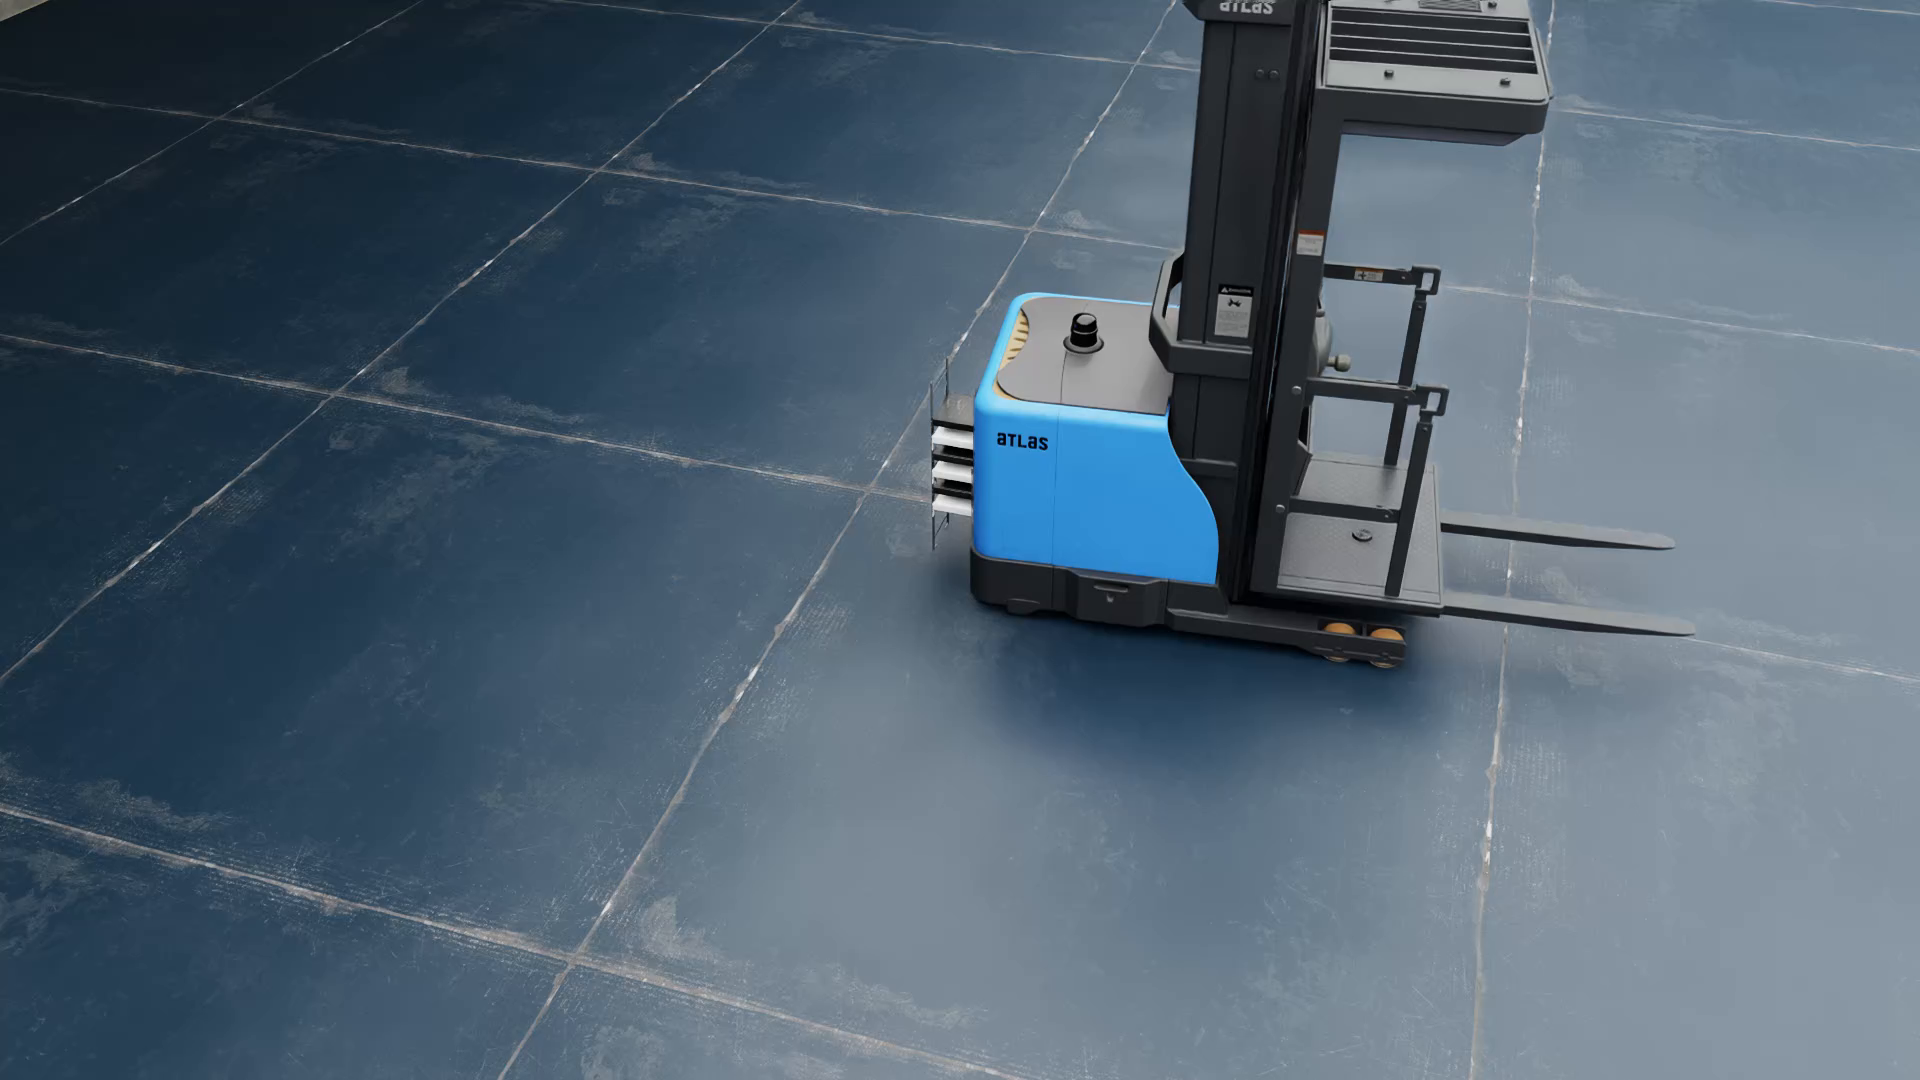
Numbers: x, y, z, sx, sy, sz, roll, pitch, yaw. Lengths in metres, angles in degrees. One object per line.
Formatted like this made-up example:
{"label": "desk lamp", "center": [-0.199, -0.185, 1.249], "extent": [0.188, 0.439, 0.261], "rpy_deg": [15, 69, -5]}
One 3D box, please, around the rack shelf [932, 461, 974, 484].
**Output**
{"label": "rack shelf", "center": [0.008, -0.334, 7.501], "extent": [0.200, 0.077, 0.258], "rpy_deg": [10, 38, 14]}

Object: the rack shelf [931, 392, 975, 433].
{"label": "rack shelf", "center": [0.008, -0.552, 7.341], "extent": [0.200, 0.077, 0.258], "rpy_deg": [10, 38, 14]}

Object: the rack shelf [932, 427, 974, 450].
{"label": "rack shelf", "center": [0.008, -0.479, 7.394], "extent": [0.200, 0.077, 0.258], "rpy_deg": [10, 38, 14]}

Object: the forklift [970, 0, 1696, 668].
{"label": "forklift", "center": [1.614, -0.986, 6.618], "extent": [3.031, 2.935, 1.130], "rpy_deg": [7, 37, 9]}

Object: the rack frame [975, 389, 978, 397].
{"label": "rack frame", "center": [0.105, -0.343, 7.457], "extent": [0.006, 0.900, 0.240], "rpy_deg": [10, 38, 14]}

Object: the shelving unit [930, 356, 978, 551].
{"label": "shelving unit", "center": [0.008, -0.361, 7.481], "extent": [0.210, 0.900, 0.258], "rpy_deg": [10, 38, 14]}

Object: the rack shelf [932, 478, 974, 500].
{"label": "rack shelf", "center": [0.008, -0.262, 7.554], "extent": [0.200, 0.077, 0.258], "rpy_deg": [10, 38, 14]}

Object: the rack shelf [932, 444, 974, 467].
{"label": "rack shelf", "center": [0.008, -0.407, 7.448], "extent": [0.200, 0.077, 0.258], "rpy_deg": [10, 38, 14]}

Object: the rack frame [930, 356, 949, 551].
{"label": "rack frame", "center": [-0.089, -0.379, 7.506], "extent": [0.006, 0.900, 0.240], "rpy_deg": [10, 38, 14]}

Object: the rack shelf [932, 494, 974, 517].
{"label": "rack shelf", "center": [0.008, -0.189, 7.608], "extent": [0.200, 0.077, 0.258], "rpy_deg": [10, 38, 14]}
